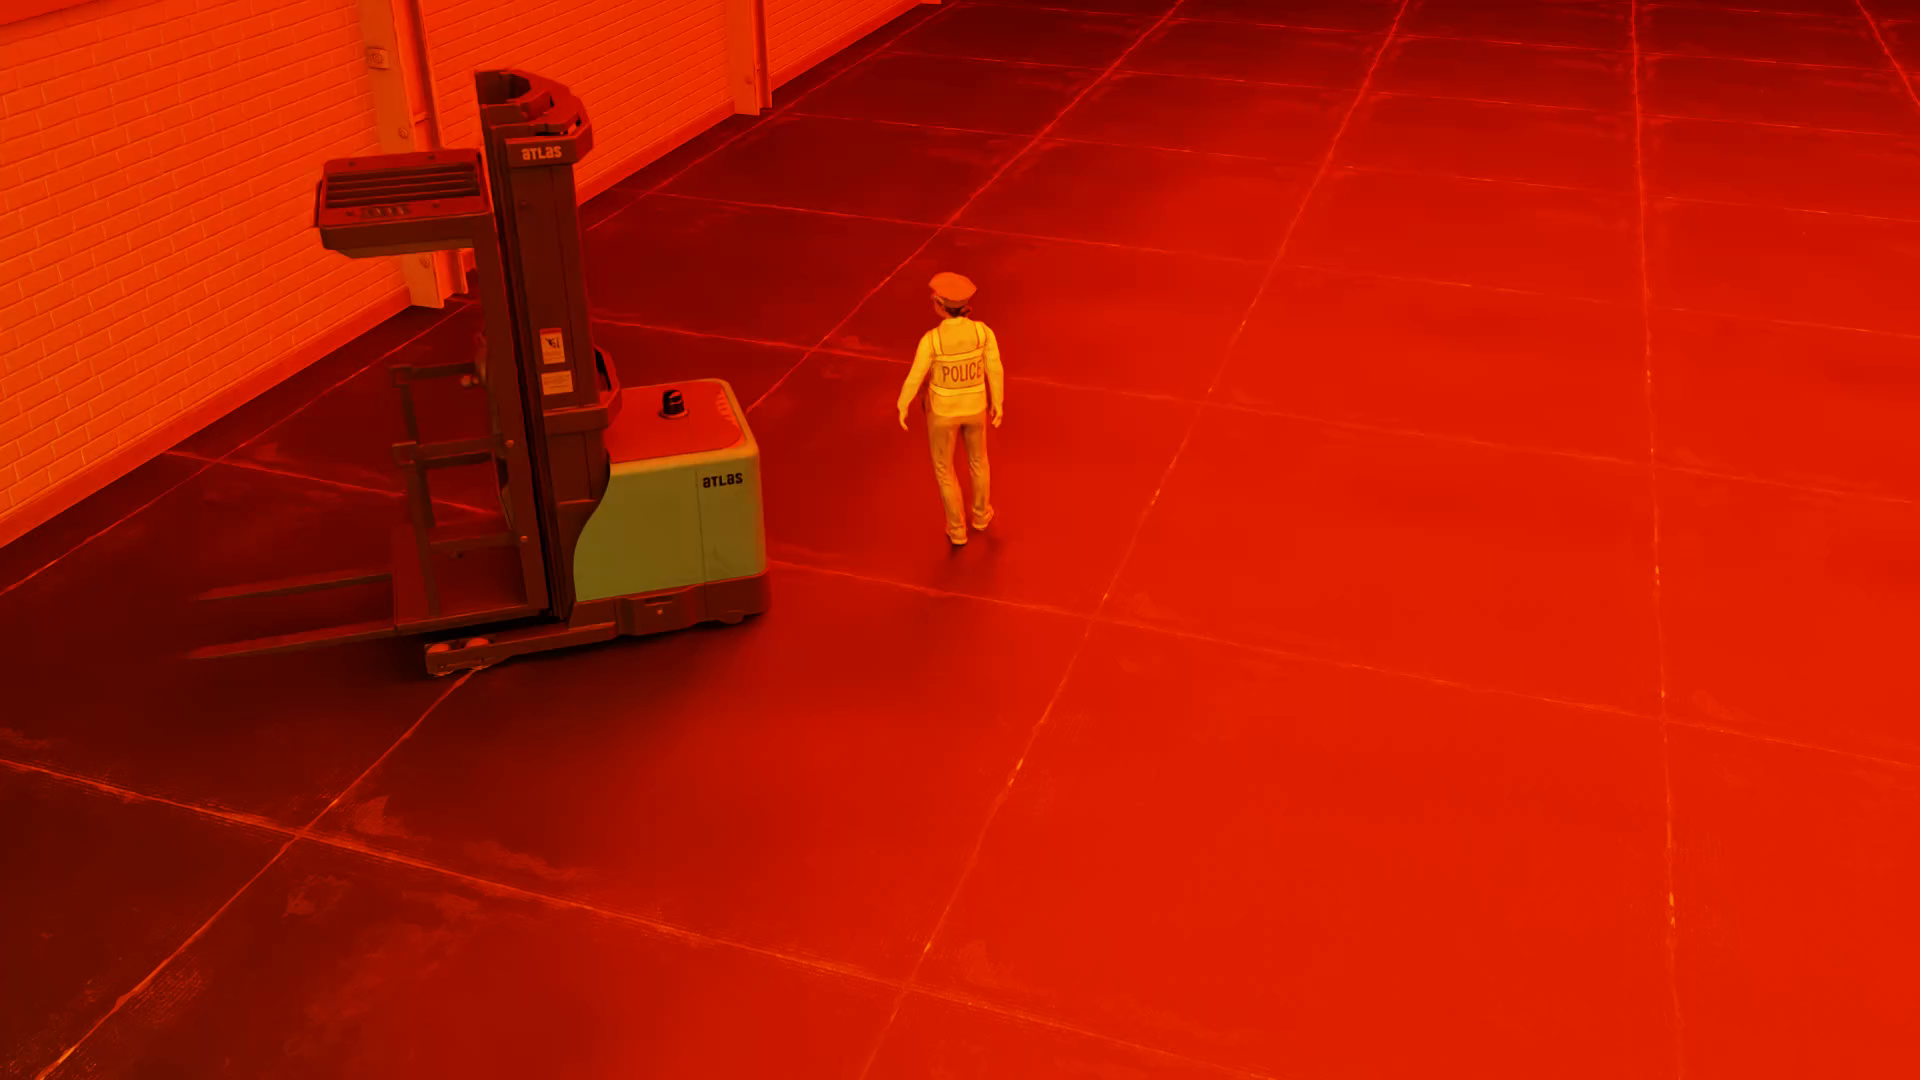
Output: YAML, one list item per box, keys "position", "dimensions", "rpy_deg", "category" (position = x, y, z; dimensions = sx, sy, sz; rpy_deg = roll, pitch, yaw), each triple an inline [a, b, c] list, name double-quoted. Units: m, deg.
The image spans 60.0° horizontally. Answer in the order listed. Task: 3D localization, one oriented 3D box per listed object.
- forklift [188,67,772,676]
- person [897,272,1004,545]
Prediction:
- position: [-2.631, -0.845, 8.619]
  dimensions: [3.031, 2.935, 1.130]
  rpy_deg: [-9, 31, -15]
  category: "forklift"
- position: [-0.046, -0.778, 9.780]
  dimensions: [0.646, 1.668, 0.417]
  rpy_deg: [-11, 32, -19]
  category: "person"
